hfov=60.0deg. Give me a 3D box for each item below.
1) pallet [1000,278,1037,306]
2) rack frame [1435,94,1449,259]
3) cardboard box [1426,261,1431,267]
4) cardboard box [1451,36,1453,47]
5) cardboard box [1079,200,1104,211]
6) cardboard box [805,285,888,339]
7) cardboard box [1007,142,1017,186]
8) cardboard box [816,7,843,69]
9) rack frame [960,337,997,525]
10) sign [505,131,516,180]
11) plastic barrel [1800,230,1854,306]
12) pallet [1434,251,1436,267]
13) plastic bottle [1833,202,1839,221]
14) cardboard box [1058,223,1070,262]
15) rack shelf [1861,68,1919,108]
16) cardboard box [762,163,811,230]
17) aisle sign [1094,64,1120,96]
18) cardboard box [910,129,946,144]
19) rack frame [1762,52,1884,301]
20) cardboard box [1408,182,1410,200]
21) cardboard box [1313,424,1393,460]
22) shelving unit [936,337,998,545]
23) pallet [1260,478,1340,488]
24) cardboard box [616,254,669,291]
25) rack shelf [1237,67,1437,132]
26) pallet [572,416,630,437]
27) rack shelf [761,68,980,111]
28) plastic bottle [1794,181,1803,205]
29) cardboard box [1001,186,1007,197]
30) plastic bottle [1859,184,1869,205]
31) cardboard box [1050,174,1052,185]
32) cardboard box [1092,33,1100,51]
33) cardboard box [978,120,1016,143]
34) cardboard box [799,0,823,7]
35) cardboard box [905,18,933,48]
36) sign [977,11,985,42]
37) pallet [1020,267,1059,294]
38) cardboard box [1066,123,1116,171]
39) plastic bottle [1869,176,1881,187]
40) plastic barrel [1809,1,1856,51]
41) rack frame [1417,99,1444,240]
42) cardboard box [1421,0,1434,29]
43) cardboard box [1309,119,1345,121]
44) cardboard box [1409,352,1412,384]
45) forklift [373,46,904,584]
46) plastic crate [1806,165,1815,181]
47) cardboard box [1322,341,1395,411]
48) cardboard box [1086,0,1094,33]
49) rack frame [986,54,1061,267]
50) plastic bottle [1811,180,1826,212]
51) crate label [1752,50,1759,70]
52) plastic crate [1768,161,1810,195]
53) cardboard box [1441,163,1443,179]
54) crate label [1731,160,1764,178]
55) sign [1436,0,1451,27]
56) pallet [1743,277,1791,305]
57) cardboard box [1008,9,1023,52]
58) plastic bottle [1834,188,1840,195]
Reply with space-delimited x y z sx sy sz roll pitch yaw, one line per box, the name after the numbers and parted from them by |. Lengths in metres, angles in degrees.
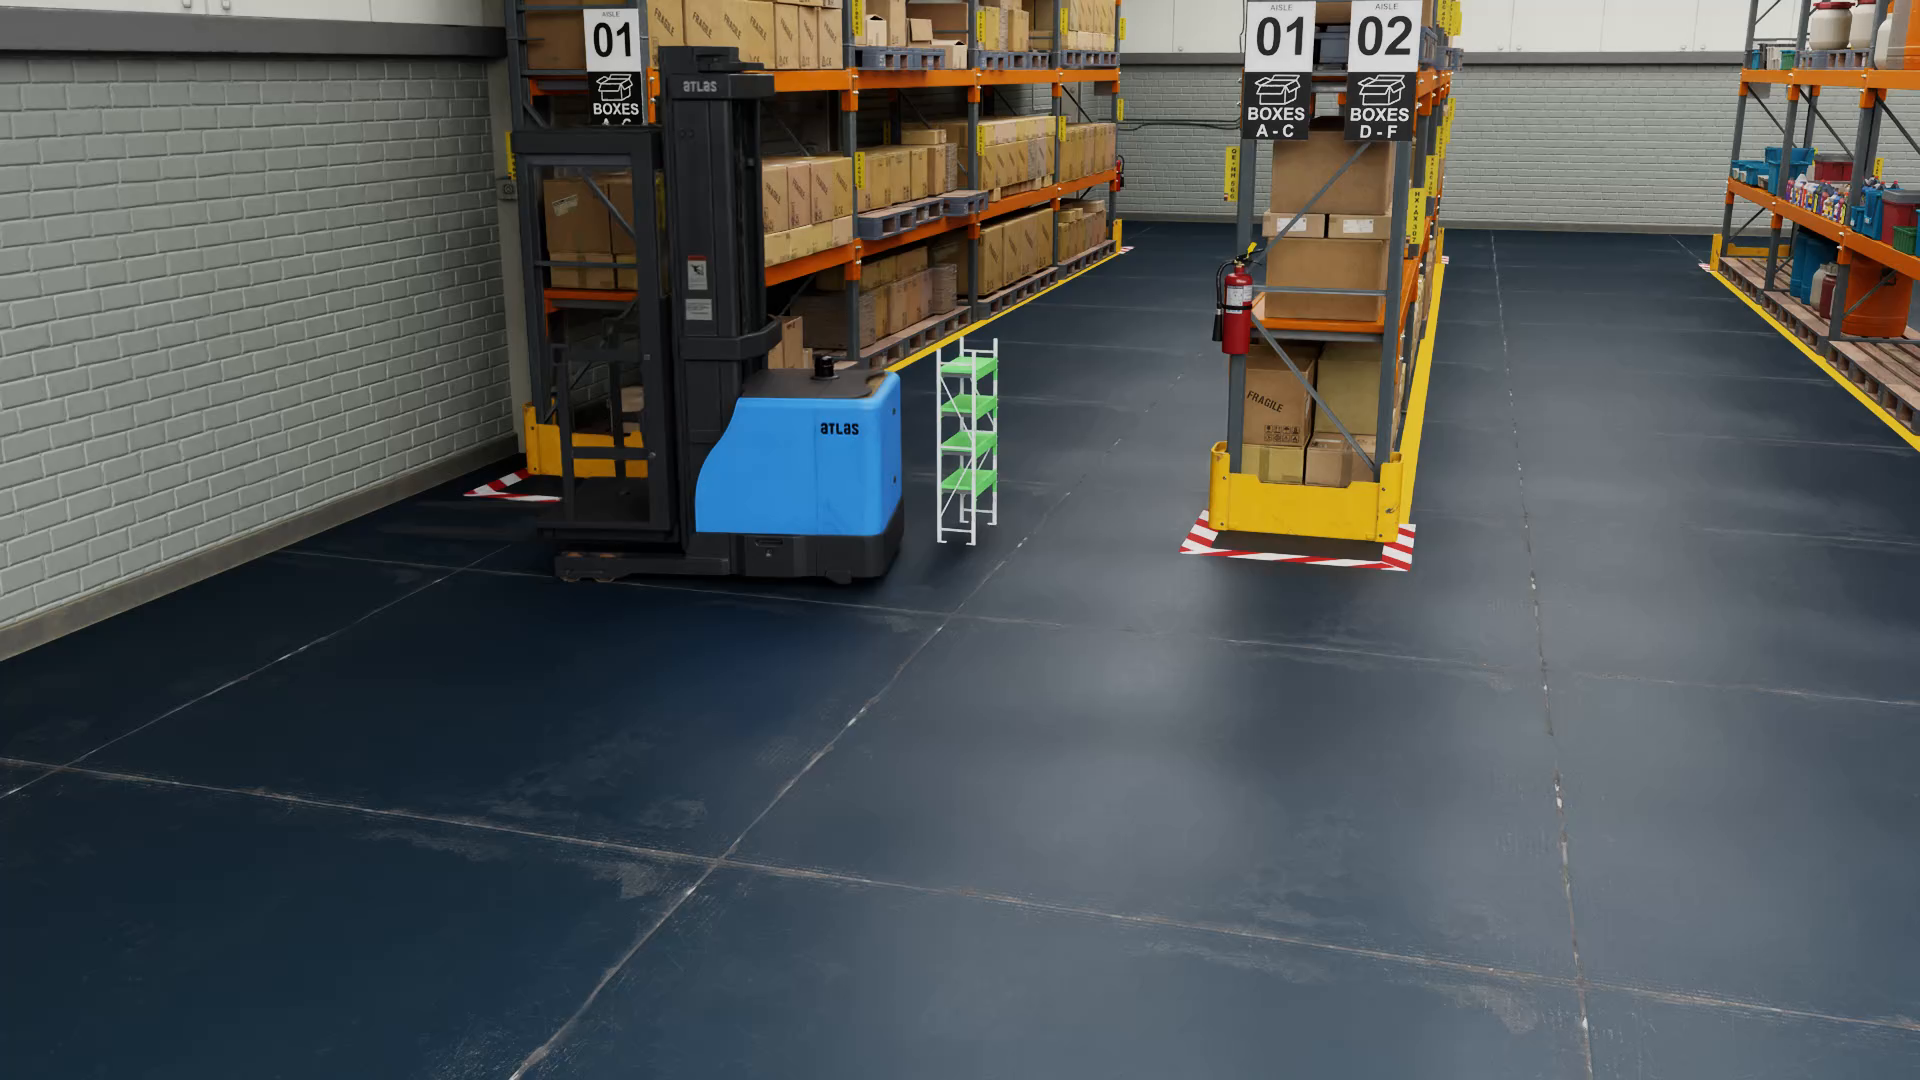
0.354 -3.173 21.128 1.003 0.211 1.213 5 16 16 | pallet
6.733 -5.705 24.947 1.000 3.000 0.127 5 16 16 | rack frame
5.007 -2.856 18.676 0.500 0.500 0.500 4 16 14 | cardboard box
6.690 -7.032 23.485 0.500 0.250 0.500 5 16 16 | cardboard box
2.018 -5.161 25.652 0.380 0.149 0.250 4 16 15 | cardboard box
-1.136 -2.291 16.685 0.700 0.500 0.500 4 16 15 | cardboard box
0.393 -4.570 20.178 0.500 0.500 0.500 5 16 16 | cardboard box
-1.335 -4.298 14.268 0.500 0.500 0.500 5 17 17 | cardboard box
0.116 -0.684 10.543 0.240 1.200 0.015 5 16 16 | rack frame
-3.091 -2.660 11.509 0.100 0.325 0.005 5 16 16 | sign
9.972 -3.140 18.979 0.600 0.901 0.708 5 16 16 | plastic barrel
6.486 -4.135 24.522 1.003 0.211 1.213 5 16 16 | pallet
9.057 -3.385 17.132 0.097 0.201 0.097 0 16 0 | plastic bottle
1.157 -4.229 23.554 0.700 0.500 0.500 5 17 17 | cardboard box
8.639 -3.801 14.055 1.077 0.370 4.000 5 16 16 | rack shelf
-1.555 -2.838 13.701 0.500 0.500 0.500 4 16 14 | cardboard box
2.291 -7.335 25.928 0.394 0.787 0.004 5 16 16 | aisle sign
-0.360 -4.475 18.431 0.380 0.149 0.250 2 16 9 | cardboard box
10.345 -4.274 19.900 1.000 3.000 0.127 5 16 16 | rack frame
3.379 -2.774 13.240 0.380 0.149 0.250 4 16 15 | cardboard box
2.691 -0.653 11.403 0.500 0.250 0.500 5 16 16 | cardboard box
0.047 -0.621 10.318 0.258 1.200 0.503 5 16 16 | shelving unit
2.364 -0.381 11.287 1.003 0.211 1.213 5 16 16 | pallet
-2.121 -1.943 11.921 0.500 0.250 0.500 4 16 14 | cardboard box
2.755 -3.140 11.723 1.077 0.370 4.000 5 16 16 | rack shelf
-2.278 -0.791 12.730 1.003 0.211 1.213 5 16 16 | pallet
-0.859 -4.569 16.763 1.077 0.370 4.000 5 16 16 | rack shelf
9.685 -3.996 19.158 0.097 0.271 0.097 0 16 0 | plastic bottle
0.364 -4.291 20.386 0.380 0.149 0.250 5 17 17 | cardboard box
10.171 -3.861 18.681 0.097 0.271 0.097 0 16 0 | plastic bottle
1.021 -4.820 22.251 0.380 0.149 0.250 5 17 16 | cardboard box
1.739 -7.225 24.129 0.500 0.250 0.500 4 16 14 | cardboard box
0.376 -4.928 20.066 0.500 0.250 0.500 5 17 16 | cardboard box
-1.456 -4.634 13.620 0.500 0.500 0.500 6 17 19 | cardboard box
-0.748 -5.166 17.323 0.797 0.503 0.637 7 17 24 | cardboard box
0.229 -5.645 18.289 0.100 0.325 0.005 5 16 16 | sign
0.699 -3.493 22.257 1.003 0.211 1.213 5 16 16 | pallet
1.847 -6.099 25.784 0.980 0.700 0.700 5 17 18 | cardboard box
10.345 -3.936 18.799 0.144 0.351 0.185 5 16 16 | plastic bottle
9.955 -5.866 18.998 0.433 0.535 0.433 0 16 0 | plastic barrel
5.597 -4.659 21.258 1.000 3.000 0.127 5 16 16 | rack frame
2.920 -3.693 11.147 0.500 0.500 0.500 5 16 16 | cardboard box
2.918 -2.858 12.349 0.700 0.500 0.500 5 16 16 | cardboard box
3.675 -1.531 14.501 0.500 0.250 0.500 4 16 15 | cardboard box
-1.892 -1.306 9.562 3.031 2.935 1.130 1 16 5 | forklift
10.955 -4.631 21.266 0.437 0.282 0.530 5 16 16 | plastic crate
2.822 -1.145 11.765 0.500 0.500 0.500 5 16 16 | cardboard box
1.593 -7.453 23.561 0.500 0.500 0.500 5 17 16 | cardboard box
0.846 -5.042 22.609 1.000 3.000 0.127 5 16 16 | rack frame
9.414 -3.763 18.190 0.144 0.351 0.185 5 16 16 | plastic bottle
10.909 -6.476 22.438 0.408 0.251 0.502 5 16 16 | crate label
10.150 -4.444 20.418 0.392 0.384 0.575 5 16 16 | plastic crate
6.289 -5.084 22.574 0.500 0.500 0.500 5 16 16 | cardboard box
11.096 -5.230 23.467 0.416 0.233 0.303 5 16 16 | crate label
3.856 -4.253 13.238 0.100 0.325 0.005 5 16 16 | sign
10.516 -3.128 20.970 1.003 0.211 1.213 5 16 16 | pallet
0.395 -6.373 20.813 0.700 0.500 0.500 4 16 15 | cardboard box
9.429 -3.646 17.902 0.061 0.283 0.133 5 16 16 | plastic bottle
